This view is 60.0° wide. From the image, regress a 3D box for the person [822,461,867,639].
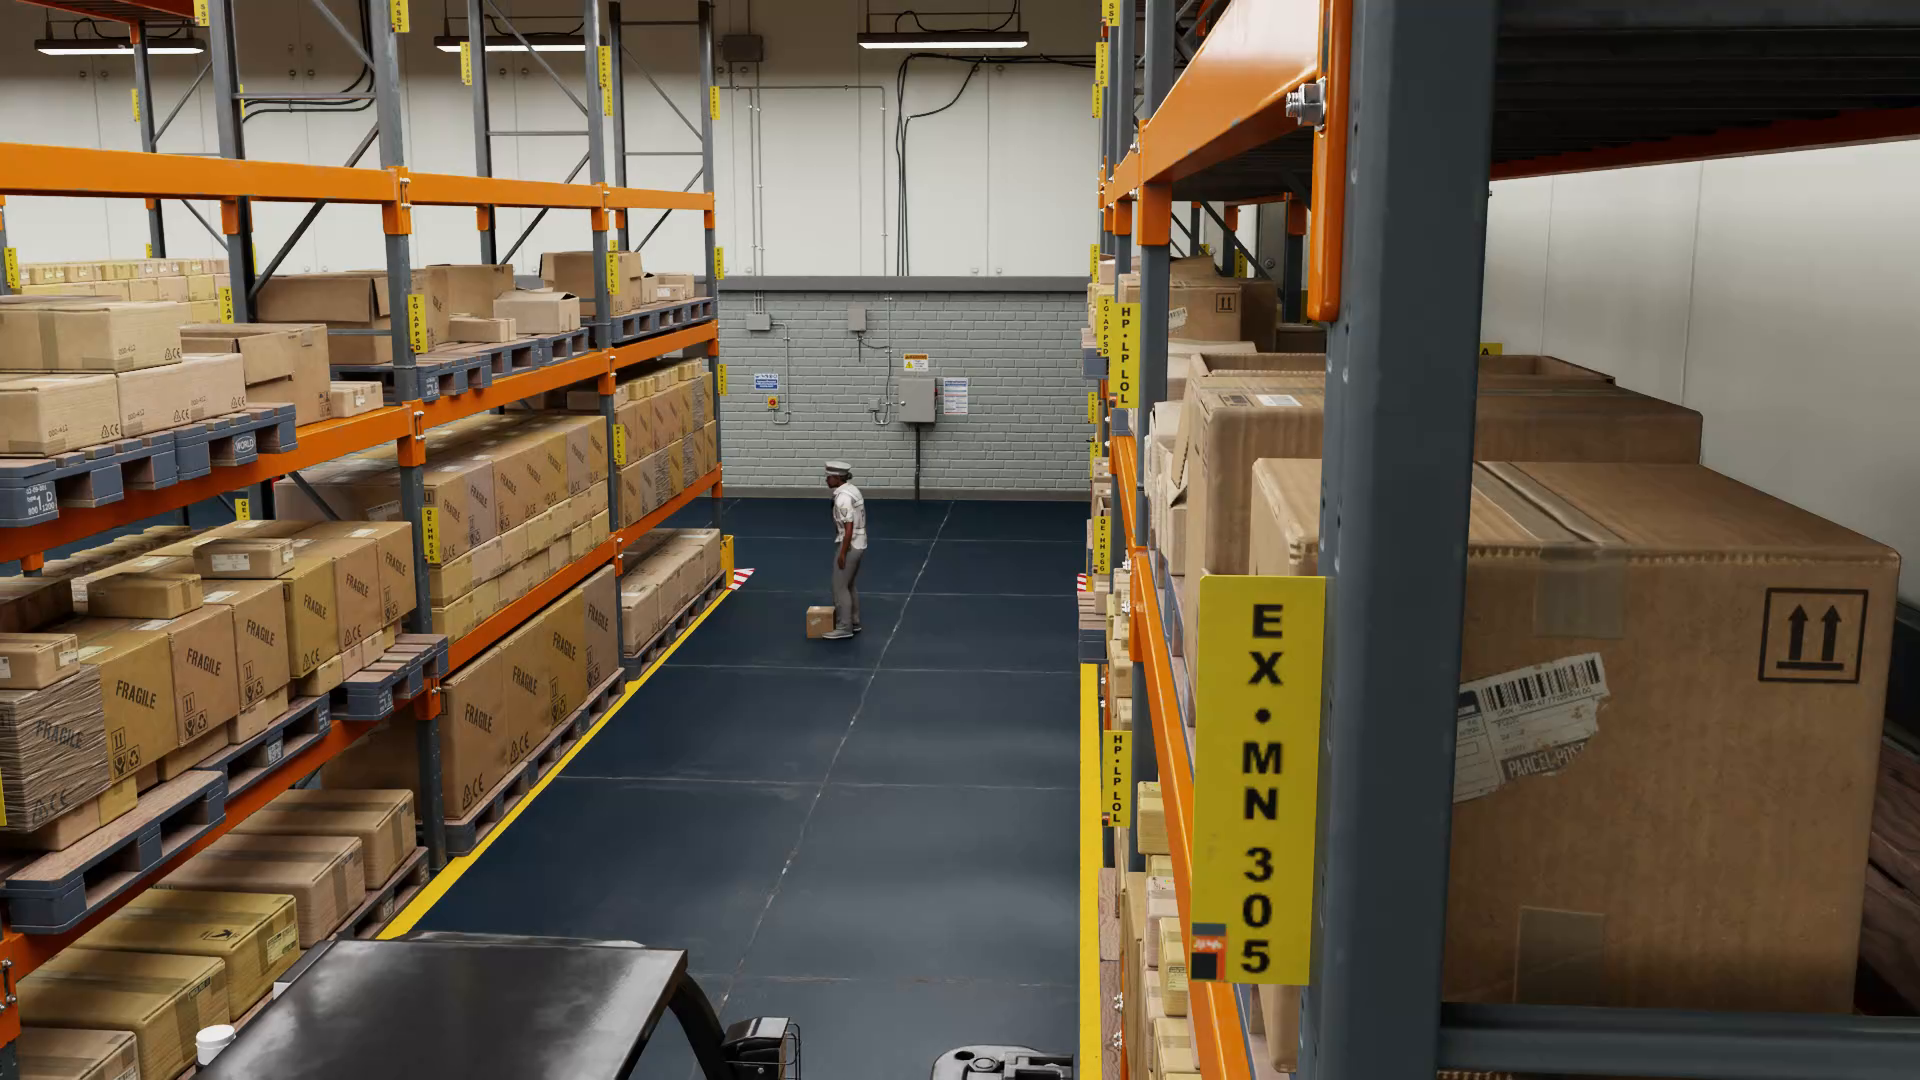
[{"bbox_3d":[-1.080,0.084,15.489,0.428,1.659,0.529,0,11,0],"label":"person"}]
